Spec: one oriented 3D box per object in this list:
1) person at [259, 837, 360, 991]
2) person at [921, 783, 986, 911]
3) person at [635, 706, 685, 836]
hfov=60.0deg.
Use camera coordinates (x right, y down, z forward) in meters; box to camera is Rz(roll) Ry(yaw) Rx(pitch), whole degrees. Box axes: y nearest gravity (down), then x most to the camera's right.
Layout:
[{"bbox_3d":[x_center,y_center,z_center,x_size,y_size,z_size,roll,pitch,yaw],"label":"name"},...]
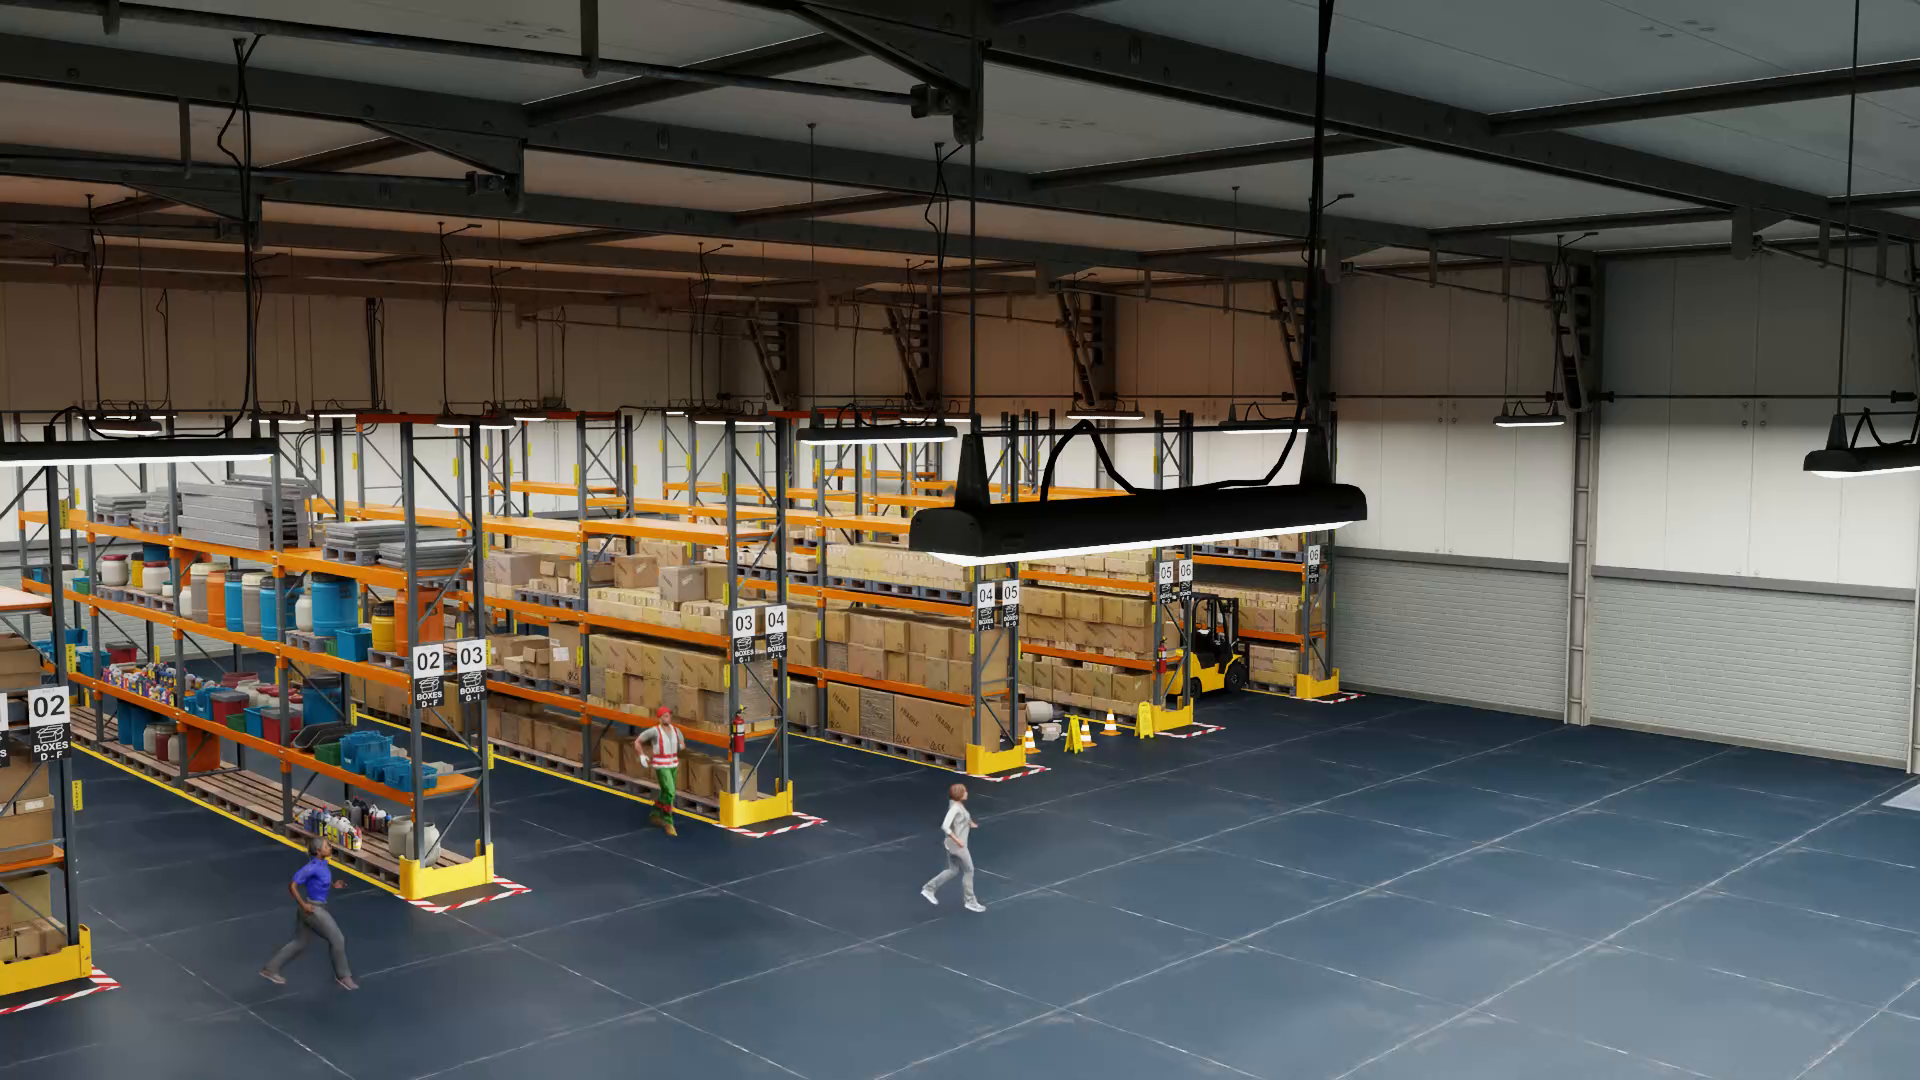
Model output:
[{"bbox_3d":[-6.917,4.004,17.622,0.988,1.705,0.527,-3,6,-27],"label":"person"},{"bbox_3d":[-0.084,3.767,20.381,0.815,1.606,0.526,-1,5,-10],"label":"person"},{"bbox_3d":[-4.303,3.346,24.219,0.713,1.838,0.695,4,6,36],"label":"person"}]
